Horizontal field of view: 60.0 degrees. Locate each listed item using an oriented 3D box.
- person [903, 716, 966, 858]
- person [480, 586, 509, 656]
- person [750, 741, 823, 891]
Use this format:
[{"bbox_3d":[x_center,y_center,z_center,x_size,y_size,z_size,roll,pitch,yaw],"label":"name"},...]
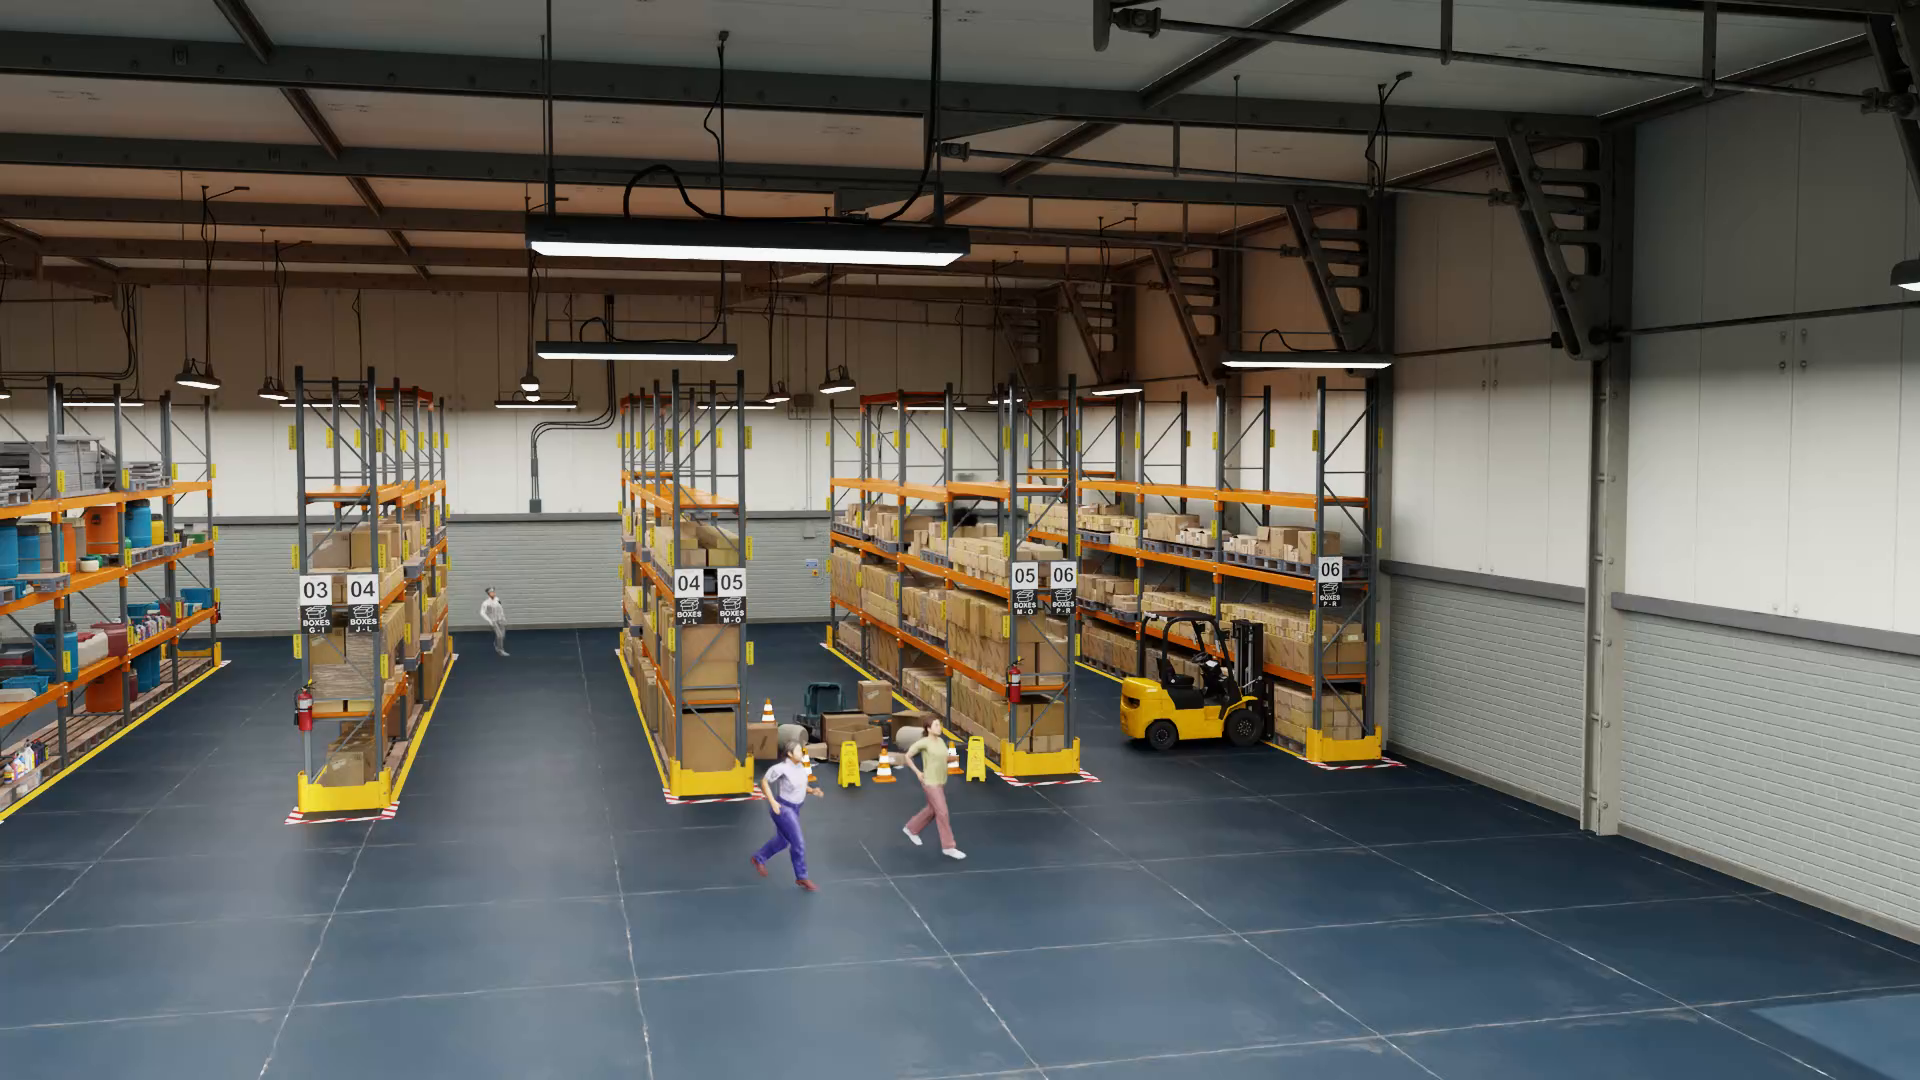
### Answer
[{"bbox_3d":[-0.322,2.945,20.048,0.963,1.661,0.562,2,4,33],"label":"person"},{"bbox_3d":[-10.844,1.883,38.583,0.576,1.636,0.668,3,4,40],"label":"person"},{"bbox_3d":[-1.977,3.071,18.702,0.935,1.661,0.563,1,4,19],"label":"person"}]
